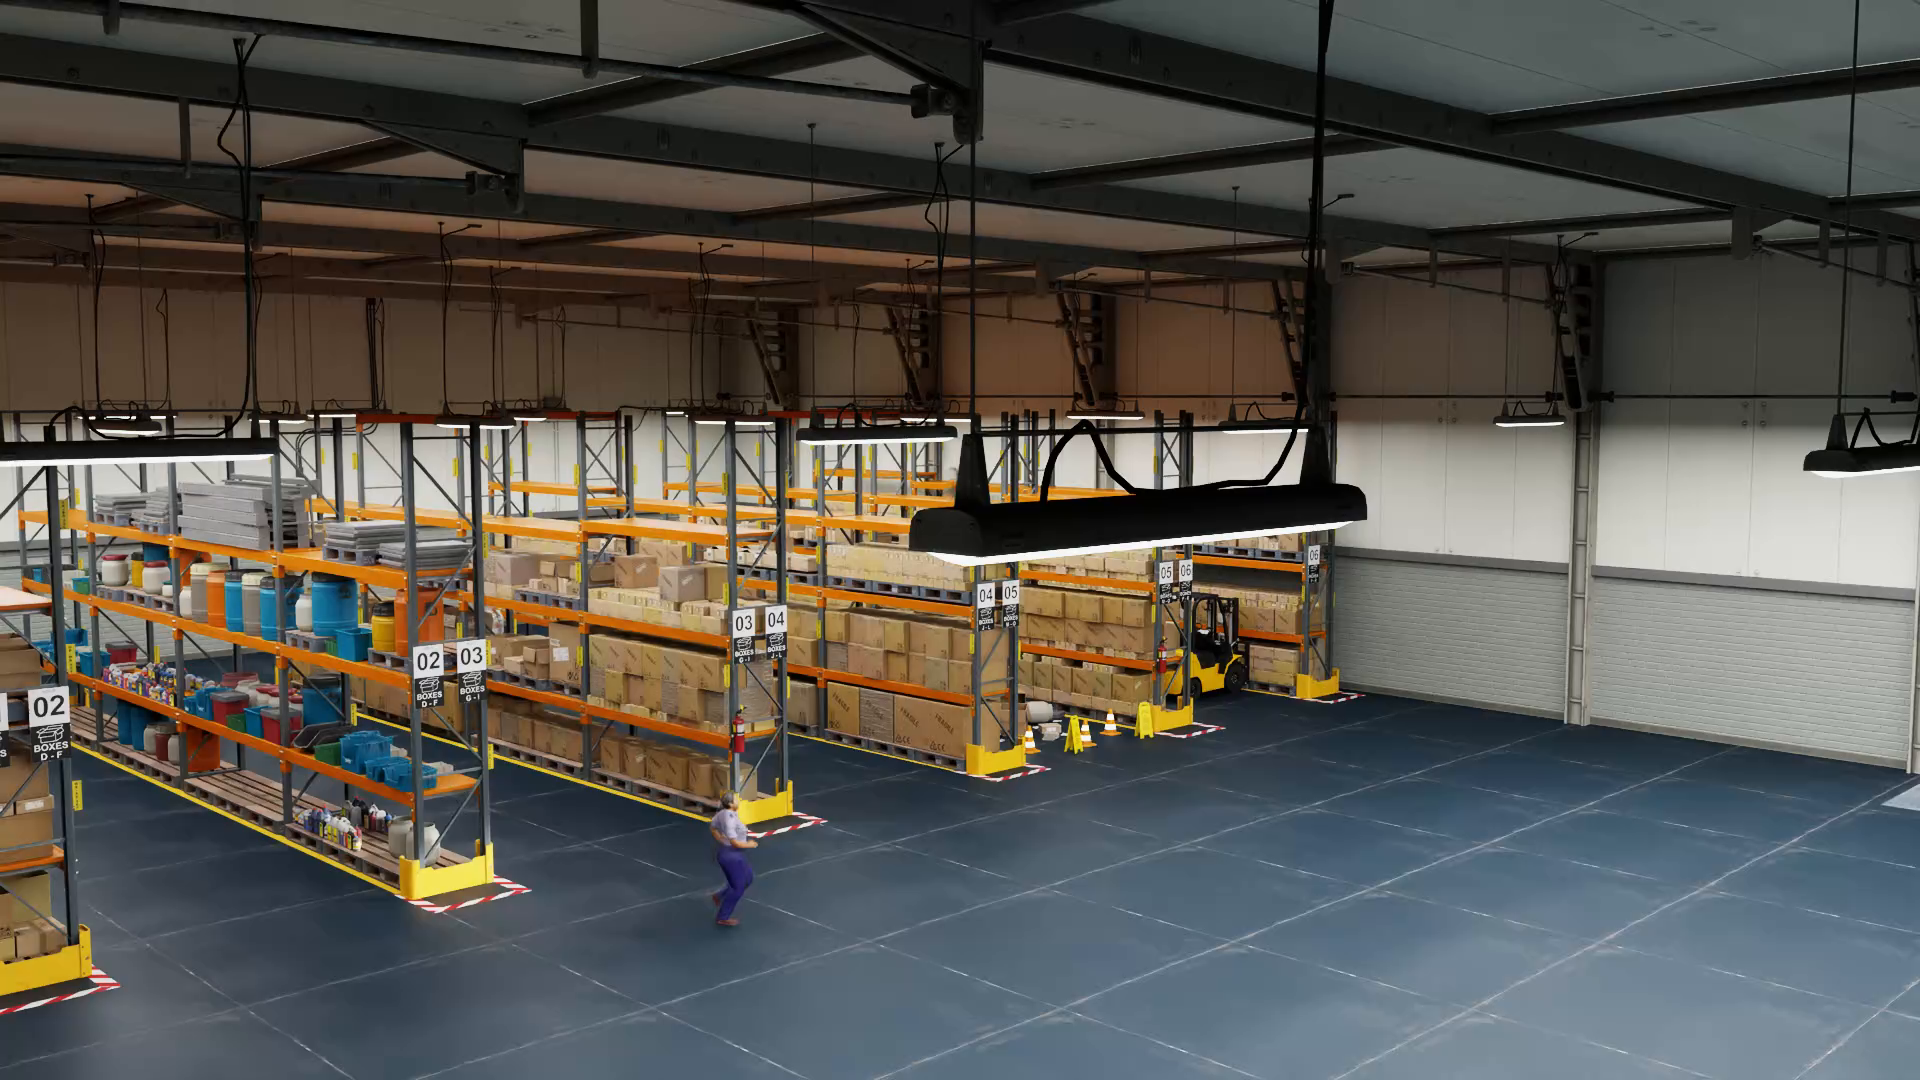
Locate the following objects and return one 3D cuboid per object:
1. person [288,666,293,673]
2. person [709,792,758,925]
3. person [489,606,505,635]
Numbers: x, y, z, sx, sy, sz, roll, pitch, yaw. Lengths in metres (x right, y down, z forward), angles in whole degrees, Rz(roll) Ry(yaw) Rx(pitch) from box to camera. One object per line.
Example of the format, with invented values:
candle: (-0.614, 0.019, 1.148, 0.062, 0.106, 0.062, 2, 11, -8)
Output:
person: (-14.792, 2.219, 37.324, 0.609, 1.739, 0.678, -2, 5, -17)
person: (-2.699, 3.802, 19.936, 0.539, 1.608, 0.599, -2, 5, -19)
person: (-10.331, 2.228, 36.878, 0.917, 1.828, 0.696, 4, 6, 38)
